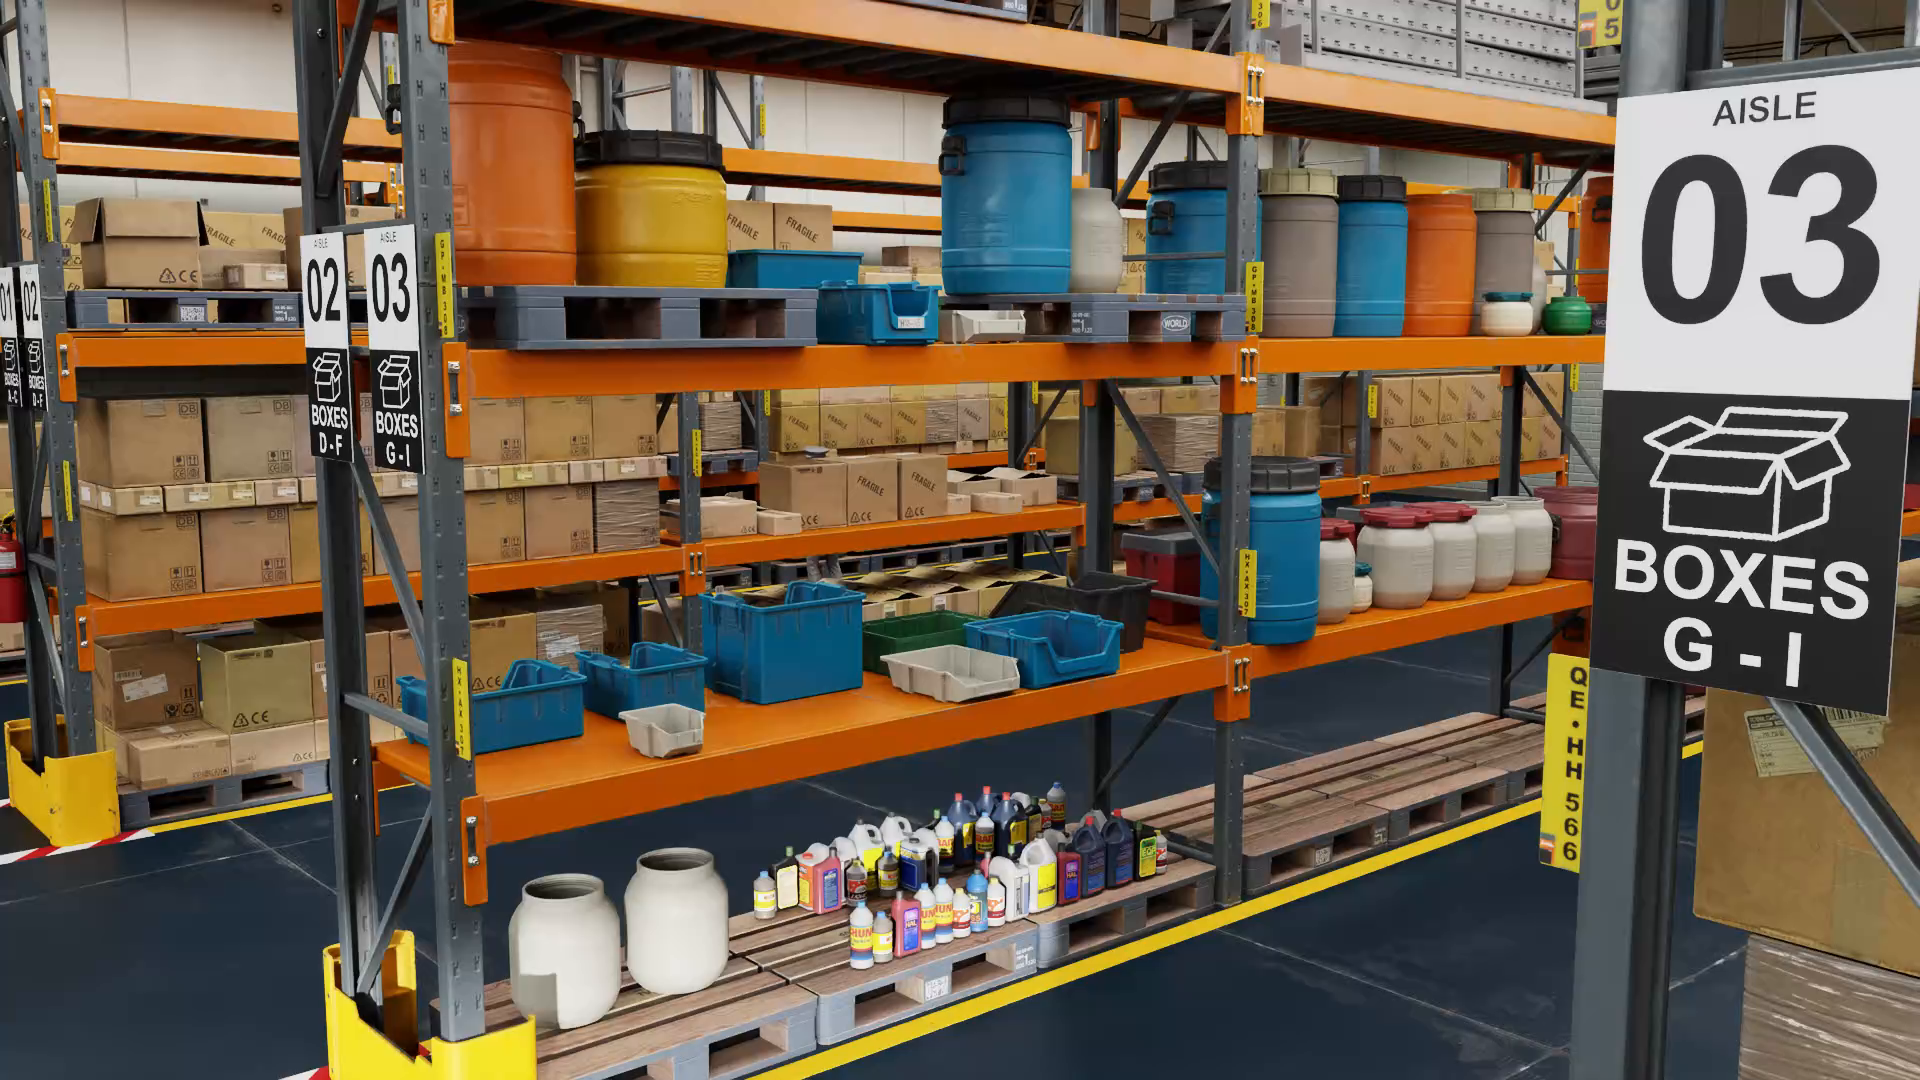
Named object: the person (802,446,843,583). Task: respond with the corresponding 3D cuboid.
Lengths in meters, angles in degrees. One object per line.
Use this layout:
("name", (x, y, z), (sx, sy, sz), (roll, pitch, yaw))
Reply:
("person", (-1.386, -0.103, 16.560), (0.541, 1.662, 0.415), (-7, 11, -44))
